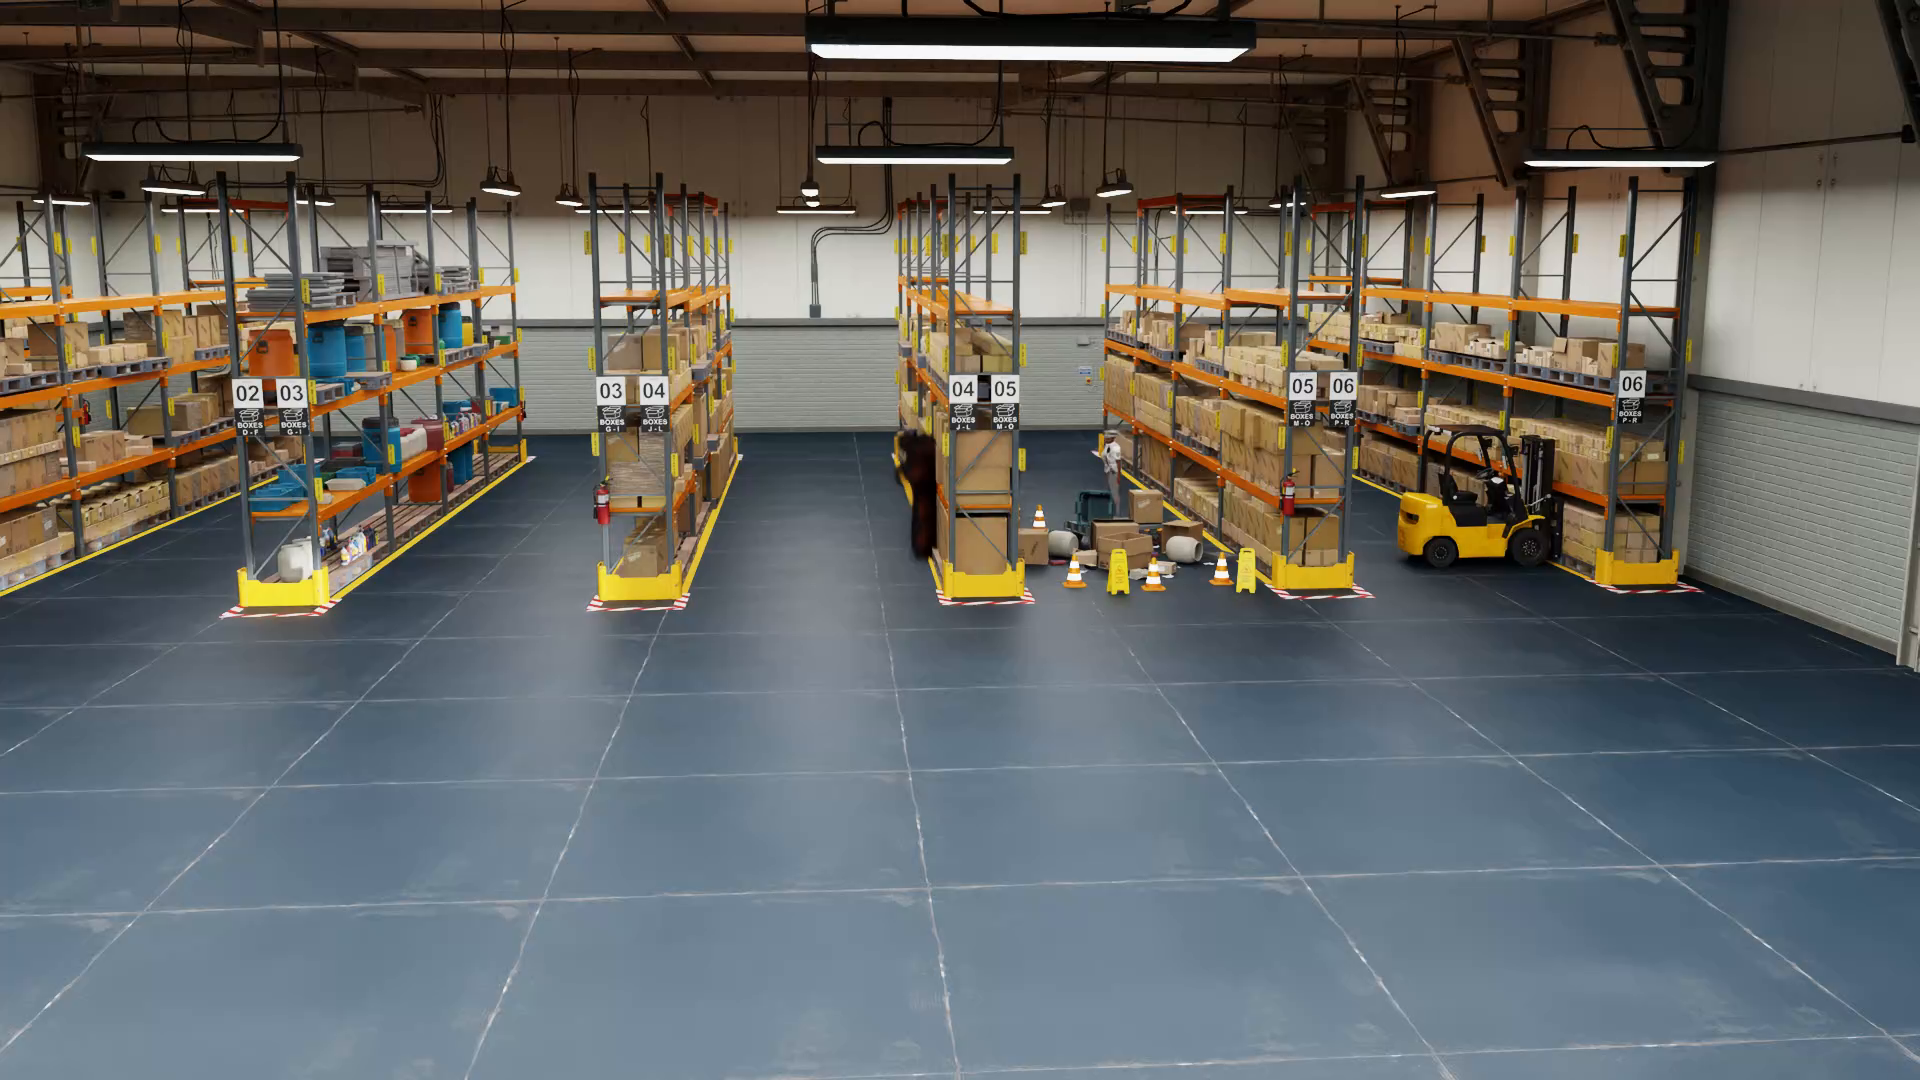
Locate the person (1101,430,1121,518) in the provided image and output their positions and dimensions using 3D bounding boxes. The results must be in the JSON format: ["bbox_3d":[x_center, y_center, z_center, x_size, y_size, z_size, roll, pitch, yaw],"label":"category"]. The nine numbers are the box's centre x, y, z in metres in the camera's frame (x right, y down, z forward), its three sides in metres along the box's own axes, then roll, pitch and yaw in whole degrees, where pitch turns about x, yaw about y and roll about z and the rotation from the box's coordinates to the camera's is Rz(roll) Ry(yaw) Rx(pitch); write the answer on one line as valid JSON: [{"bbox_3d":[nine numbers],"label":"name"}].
[{"bbox_3d":[2.796,-1.202,30.712,0.379,1.668,0.490,0,10,-2],"label":"person"}]
